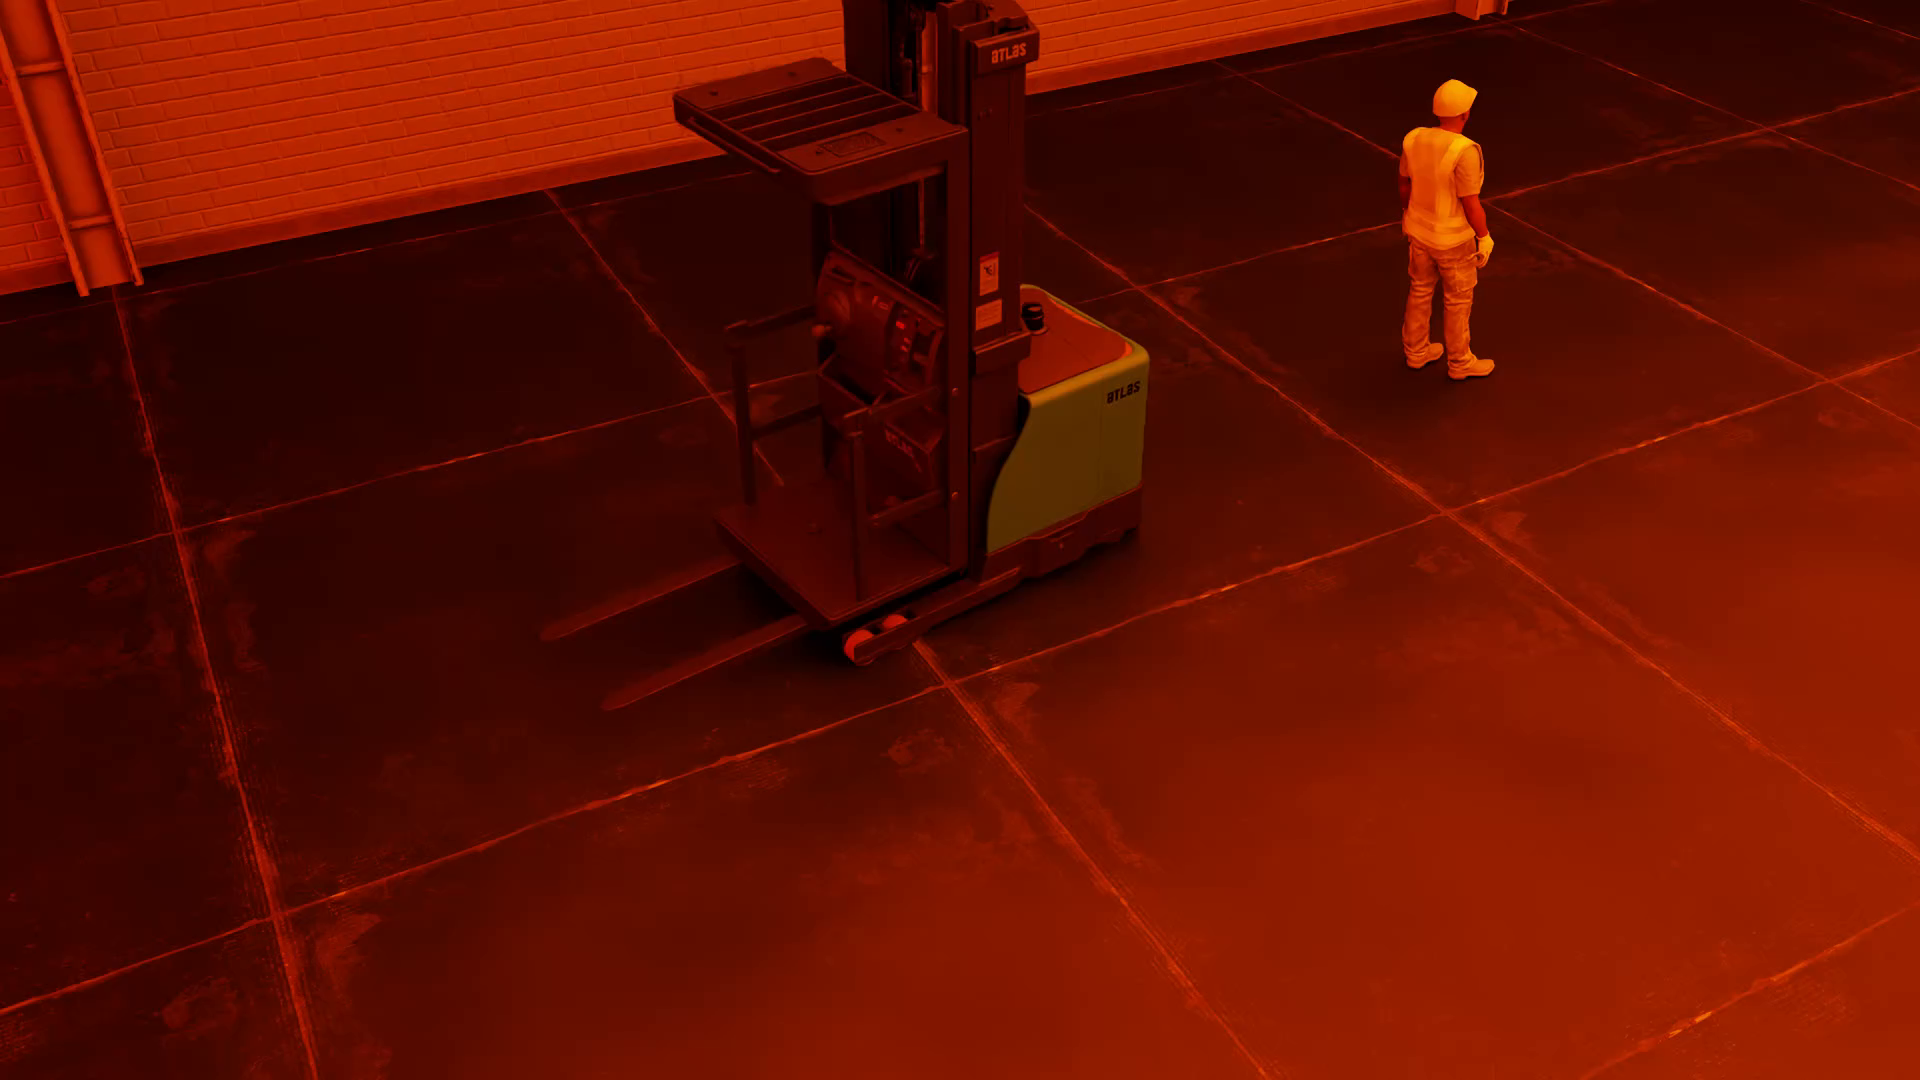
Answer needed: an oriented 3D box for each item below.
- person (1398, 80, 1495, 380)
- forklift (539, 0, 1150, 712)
[{"bbox_3d":[2.856,-1.812,9.669,0.577,1.782,0.656,-20,40,-25],"label":"person"},{"bbox_3d":[-0.536,-0.953,7.471,3.031,2.935,1.130,-24,42,-30],"label":"forklift"}]
